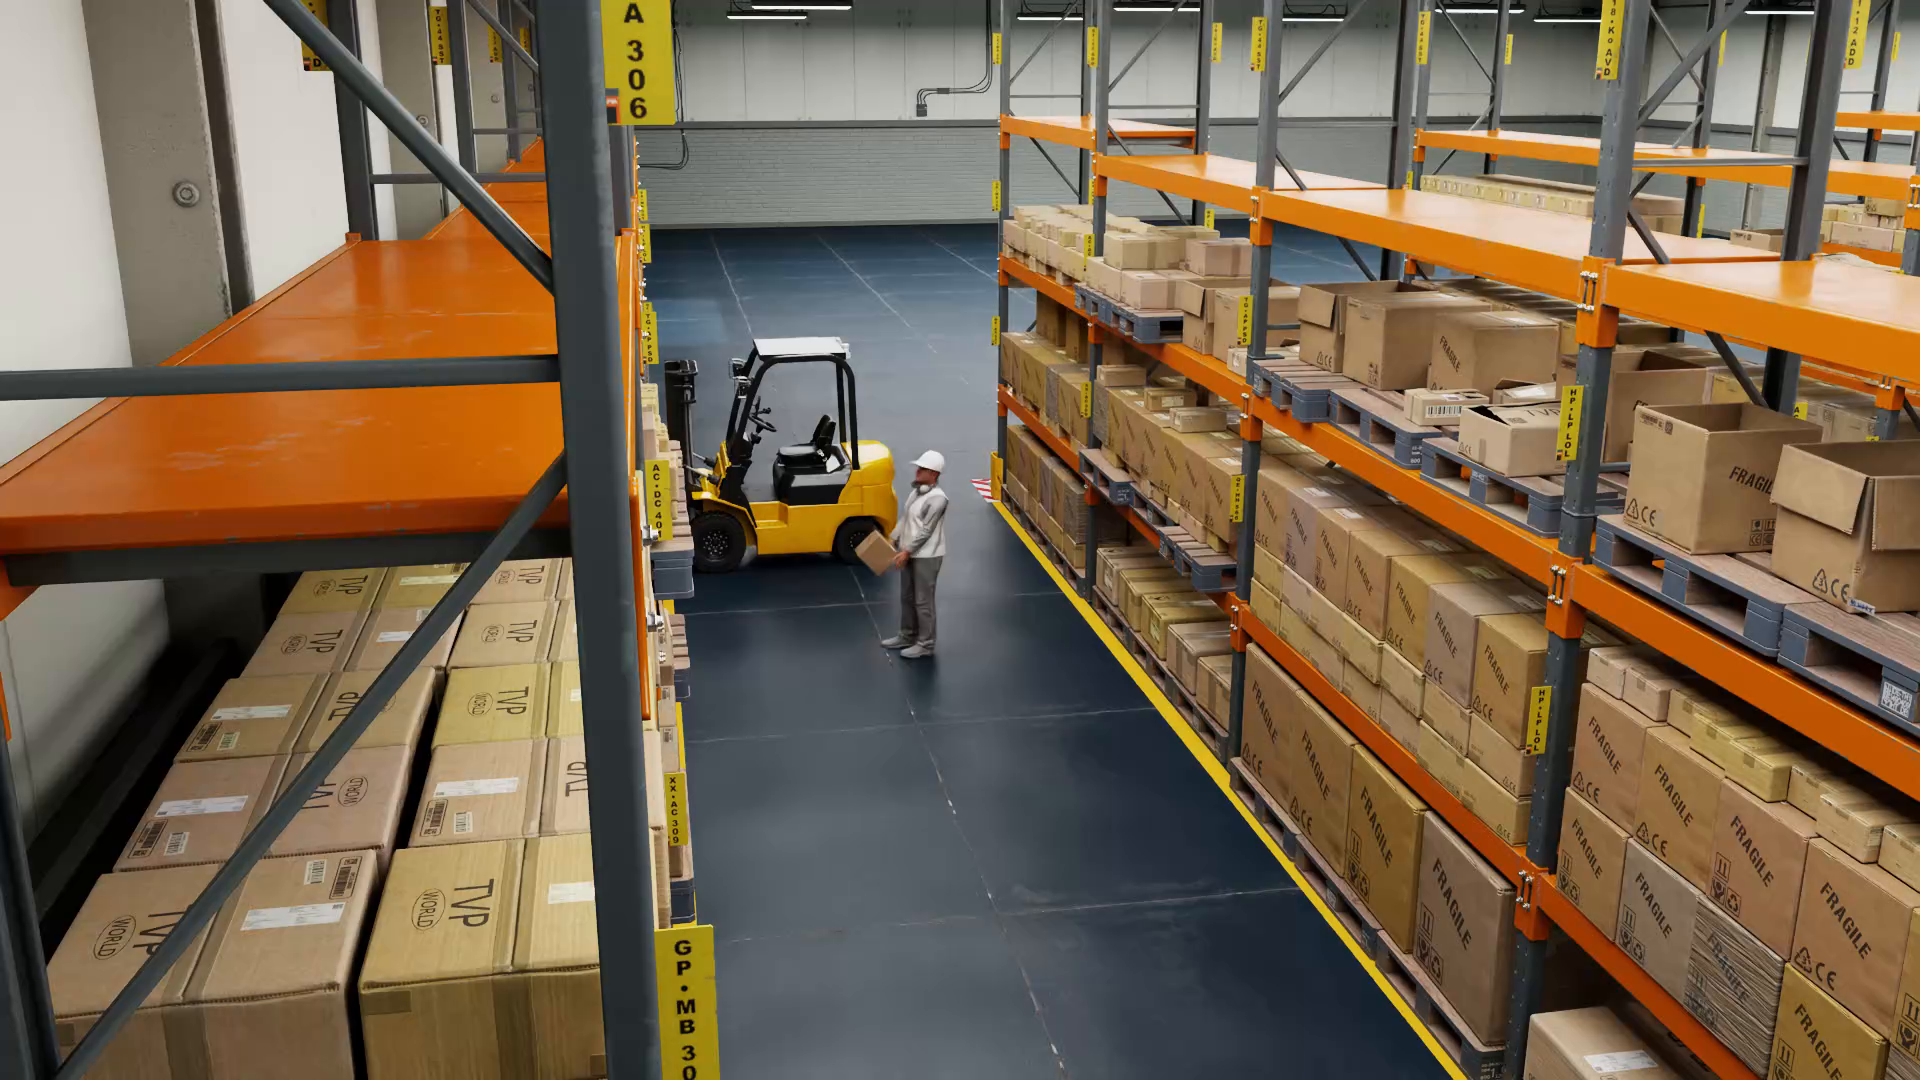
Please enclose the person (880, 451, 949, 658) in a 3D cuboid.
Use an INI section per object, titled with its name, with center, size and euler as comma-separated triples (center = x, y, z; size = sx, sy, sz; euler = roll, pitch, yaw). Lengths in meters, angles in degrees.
[person]
center = -0.388, 0.118, 14.074
size = 0.521, 1.777, 0.557
euler = -7, 18, -23
